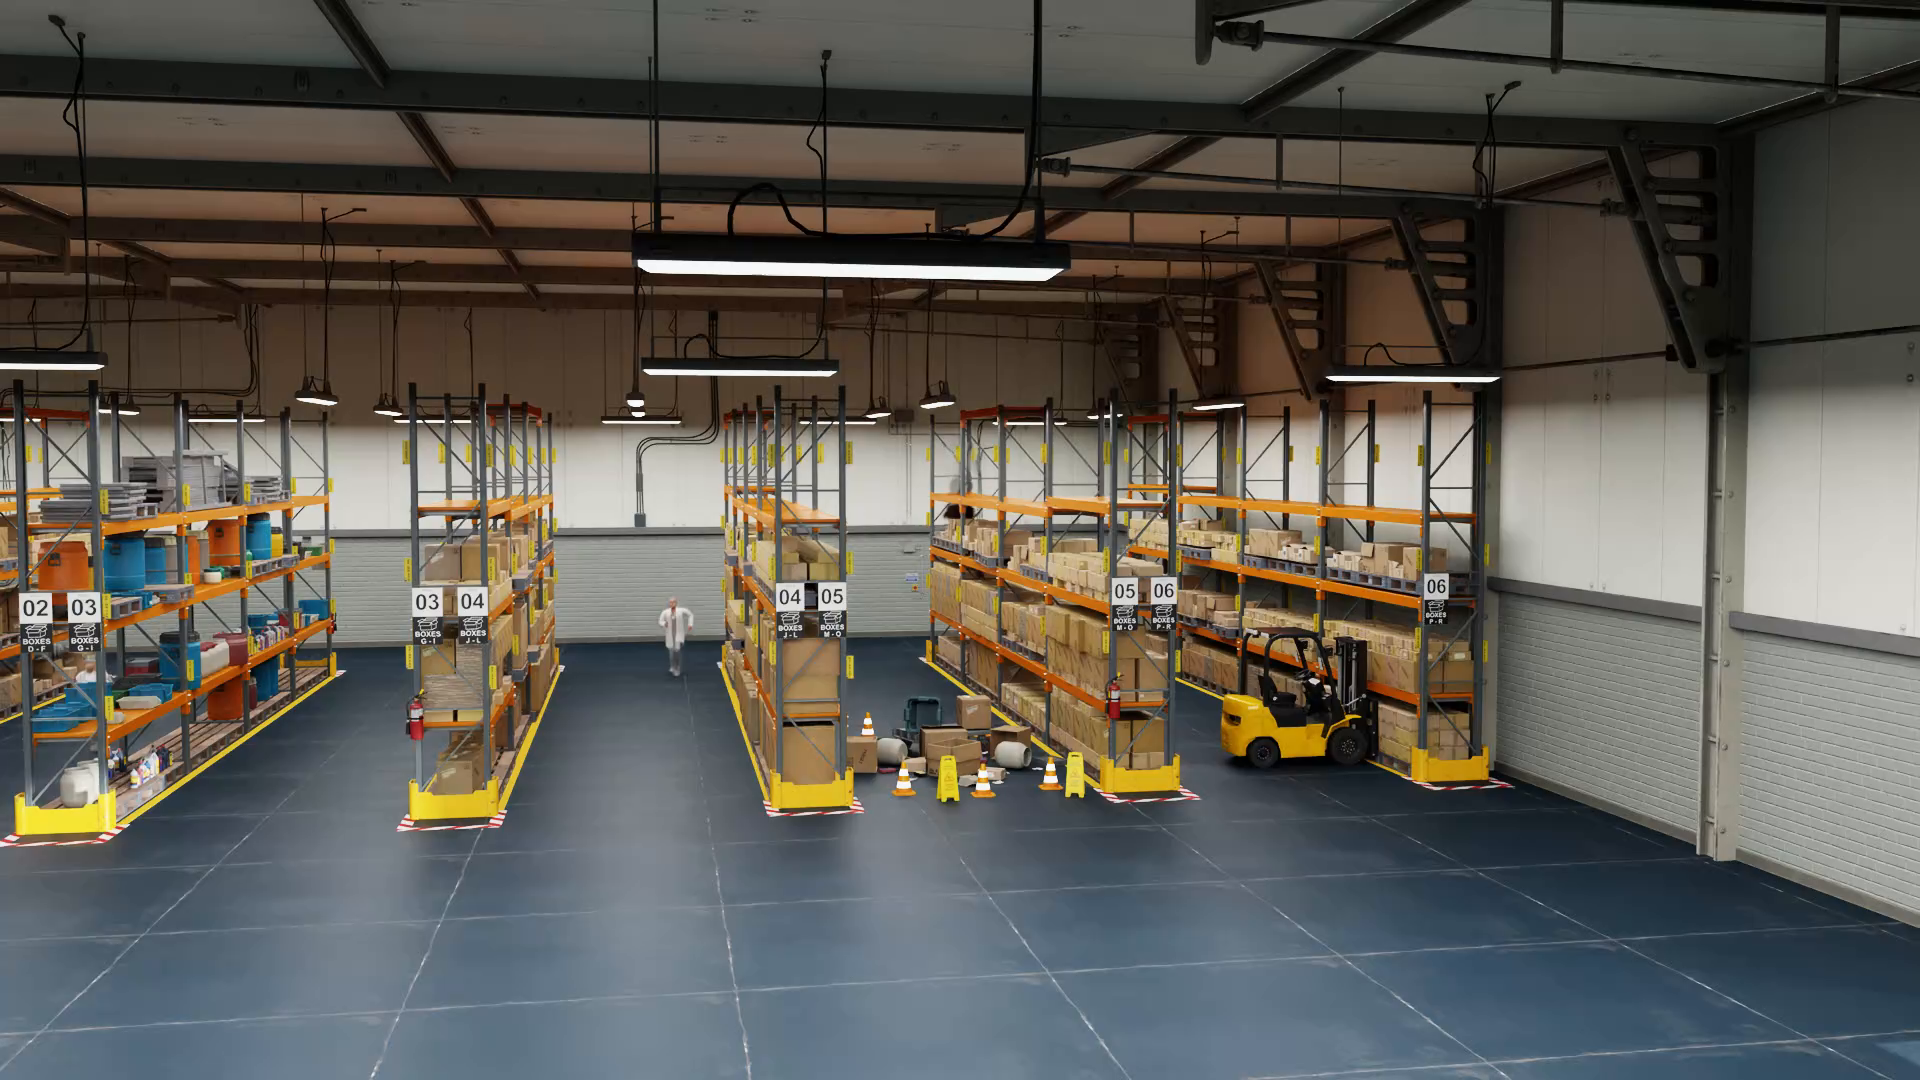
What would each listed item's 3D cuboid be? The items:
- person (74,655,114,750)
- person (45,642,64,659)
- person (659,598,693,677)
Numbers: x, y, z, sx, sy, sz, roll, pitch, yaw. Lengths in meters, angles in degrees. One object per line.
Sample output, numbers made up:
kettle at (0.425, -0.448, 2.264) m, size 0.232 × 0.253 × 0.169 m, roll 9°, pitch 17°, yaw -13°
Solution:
person at (-14.654, 2.751, 28.087) m, size 0.592 × 1.646 × 0.631 m, roll -1°, pitch 3°, yaw -14°
person at (-20.510, 2.218, 37.651) m, size 0.729 × 1.696 × 0.640 m, roll 0°, pitch 3°, yaw -9°
person at (-6.455, 2.204, 37.777) m, size 0.734 × 1.801 × 0.952 m, roll 0°, pitch 3°, yaw 3°
